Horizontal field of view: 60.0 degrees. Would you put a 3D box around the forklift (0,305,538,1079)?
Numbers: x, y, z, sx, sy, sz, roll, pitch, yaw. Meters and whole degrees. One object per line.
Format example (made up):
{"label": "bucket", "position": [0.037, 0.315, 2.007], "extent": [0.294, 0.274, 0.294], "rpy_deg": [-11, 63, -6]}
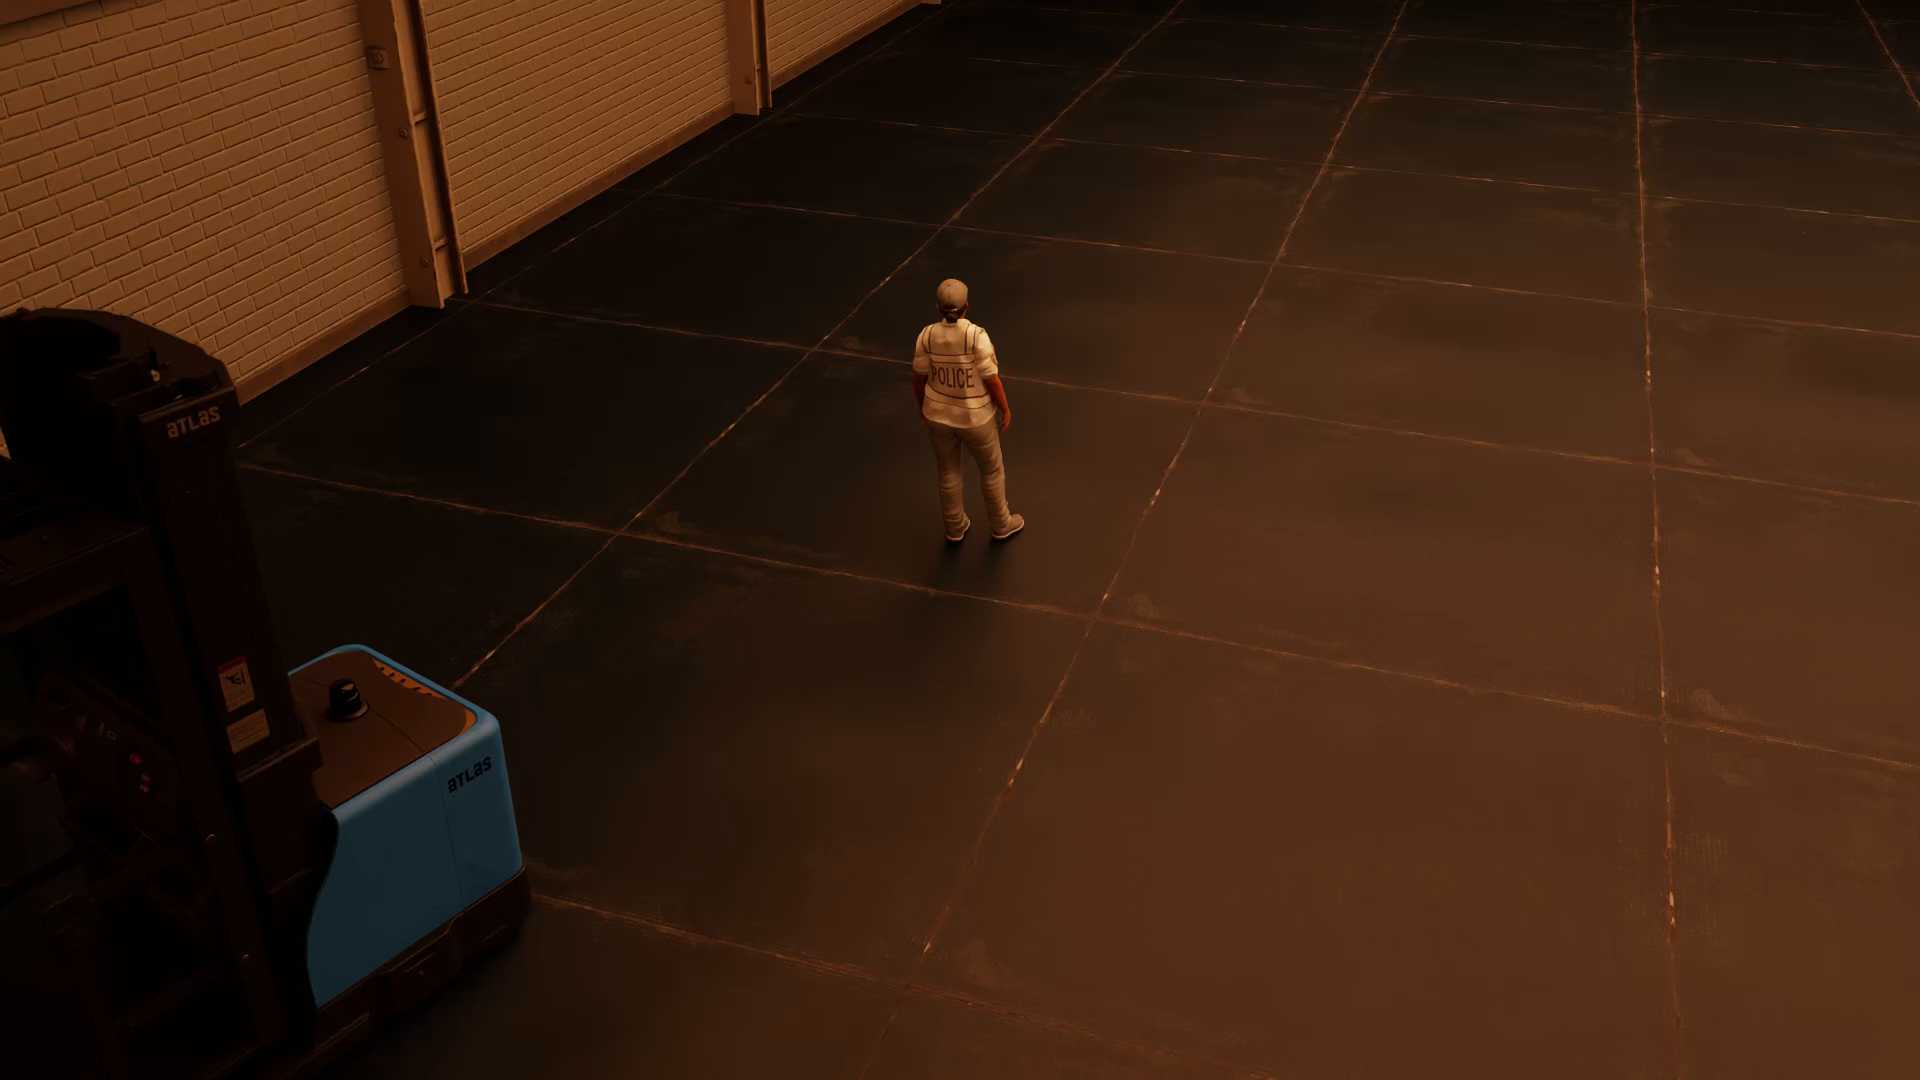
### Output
{"label": "forklift", "position": [-3.113, 0.801, 5.731], "extent": [1.130, 2.935, 3.031], "rpy_deg": [20, 36, 32]}

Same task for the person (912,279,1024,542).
{"label": "person", "position": [0.047, -0.762, 9.736], "extent": [0.598, 1.670, 0.529], "rpy_deg": [10, 31, 16]}
